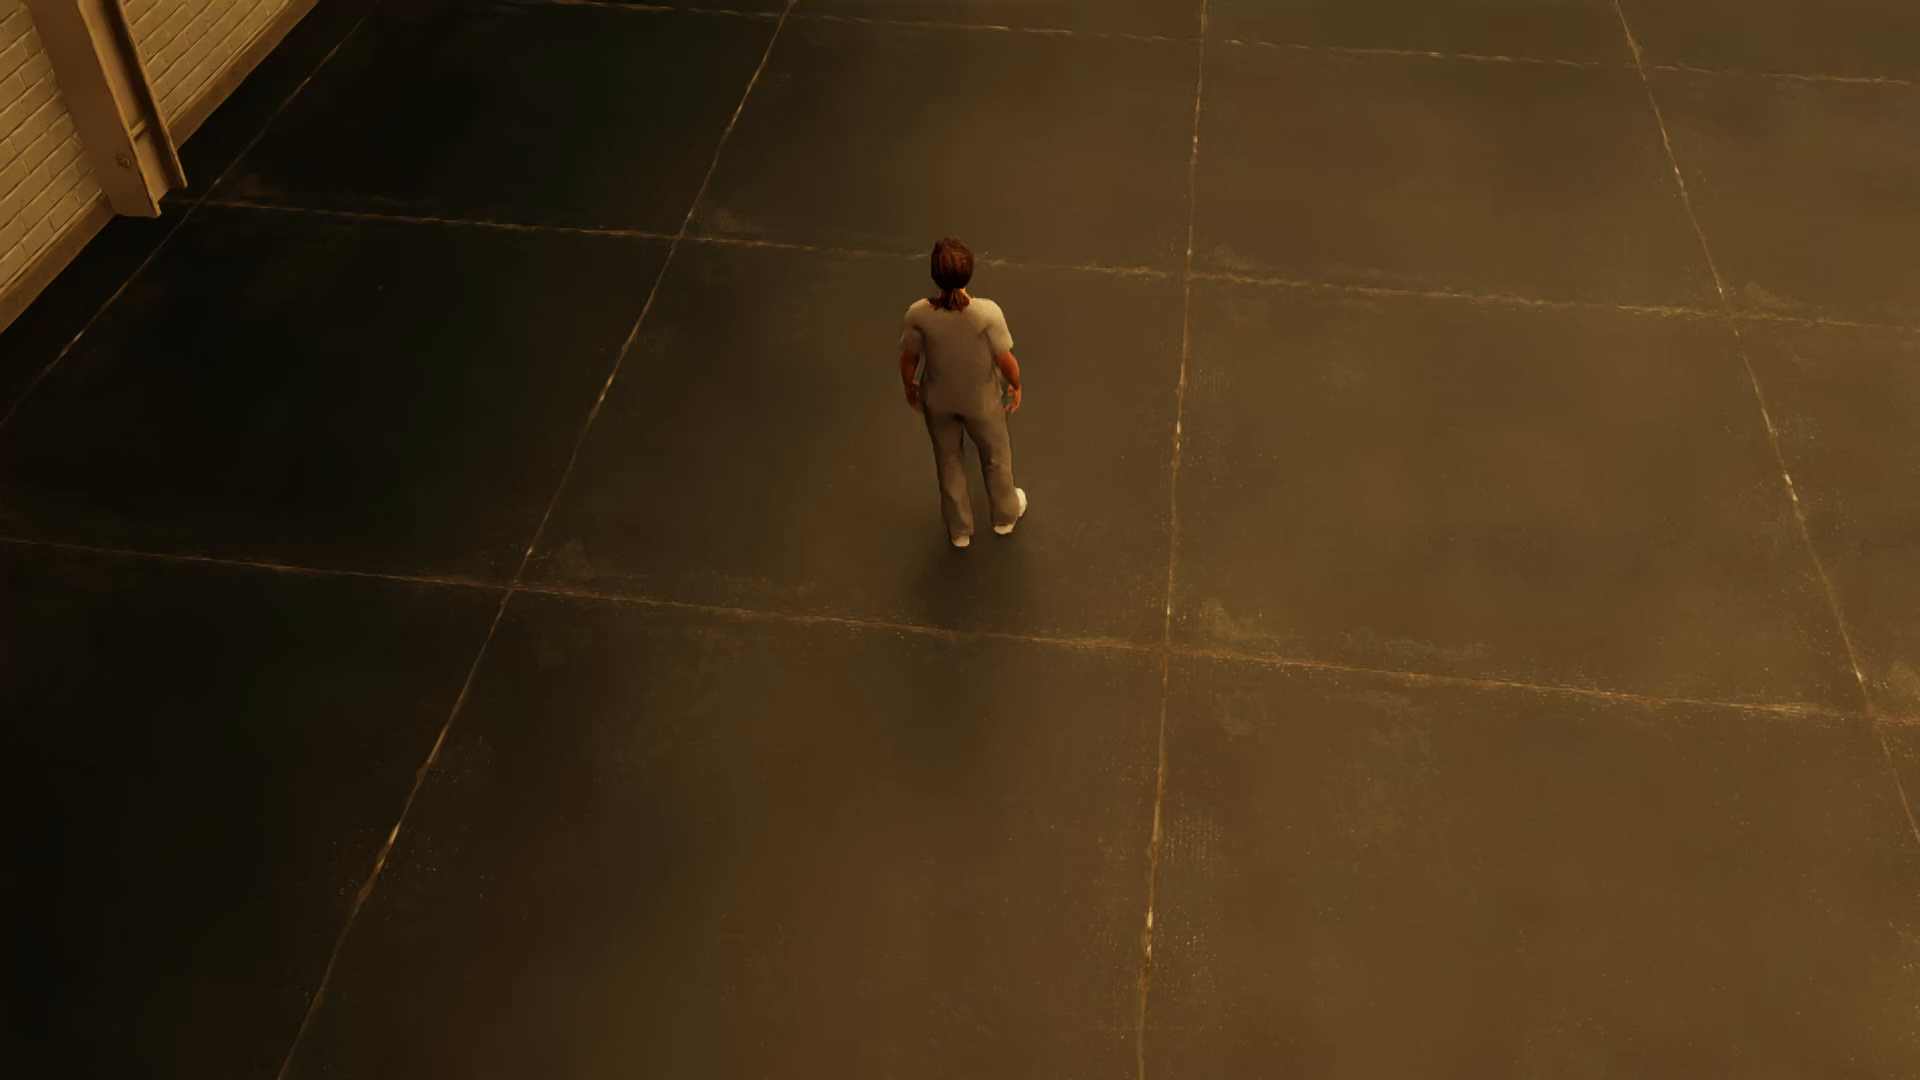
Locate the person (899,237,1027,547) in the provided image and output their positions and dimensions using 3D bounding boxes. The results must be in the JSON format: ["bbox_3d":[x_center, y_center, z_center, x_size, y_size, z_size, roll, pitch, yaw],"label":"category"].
[{"bbox_3d":[0.023,-0.671,7.372,0.550,1.674,0.548,5,43,6],"label":"person"}]
